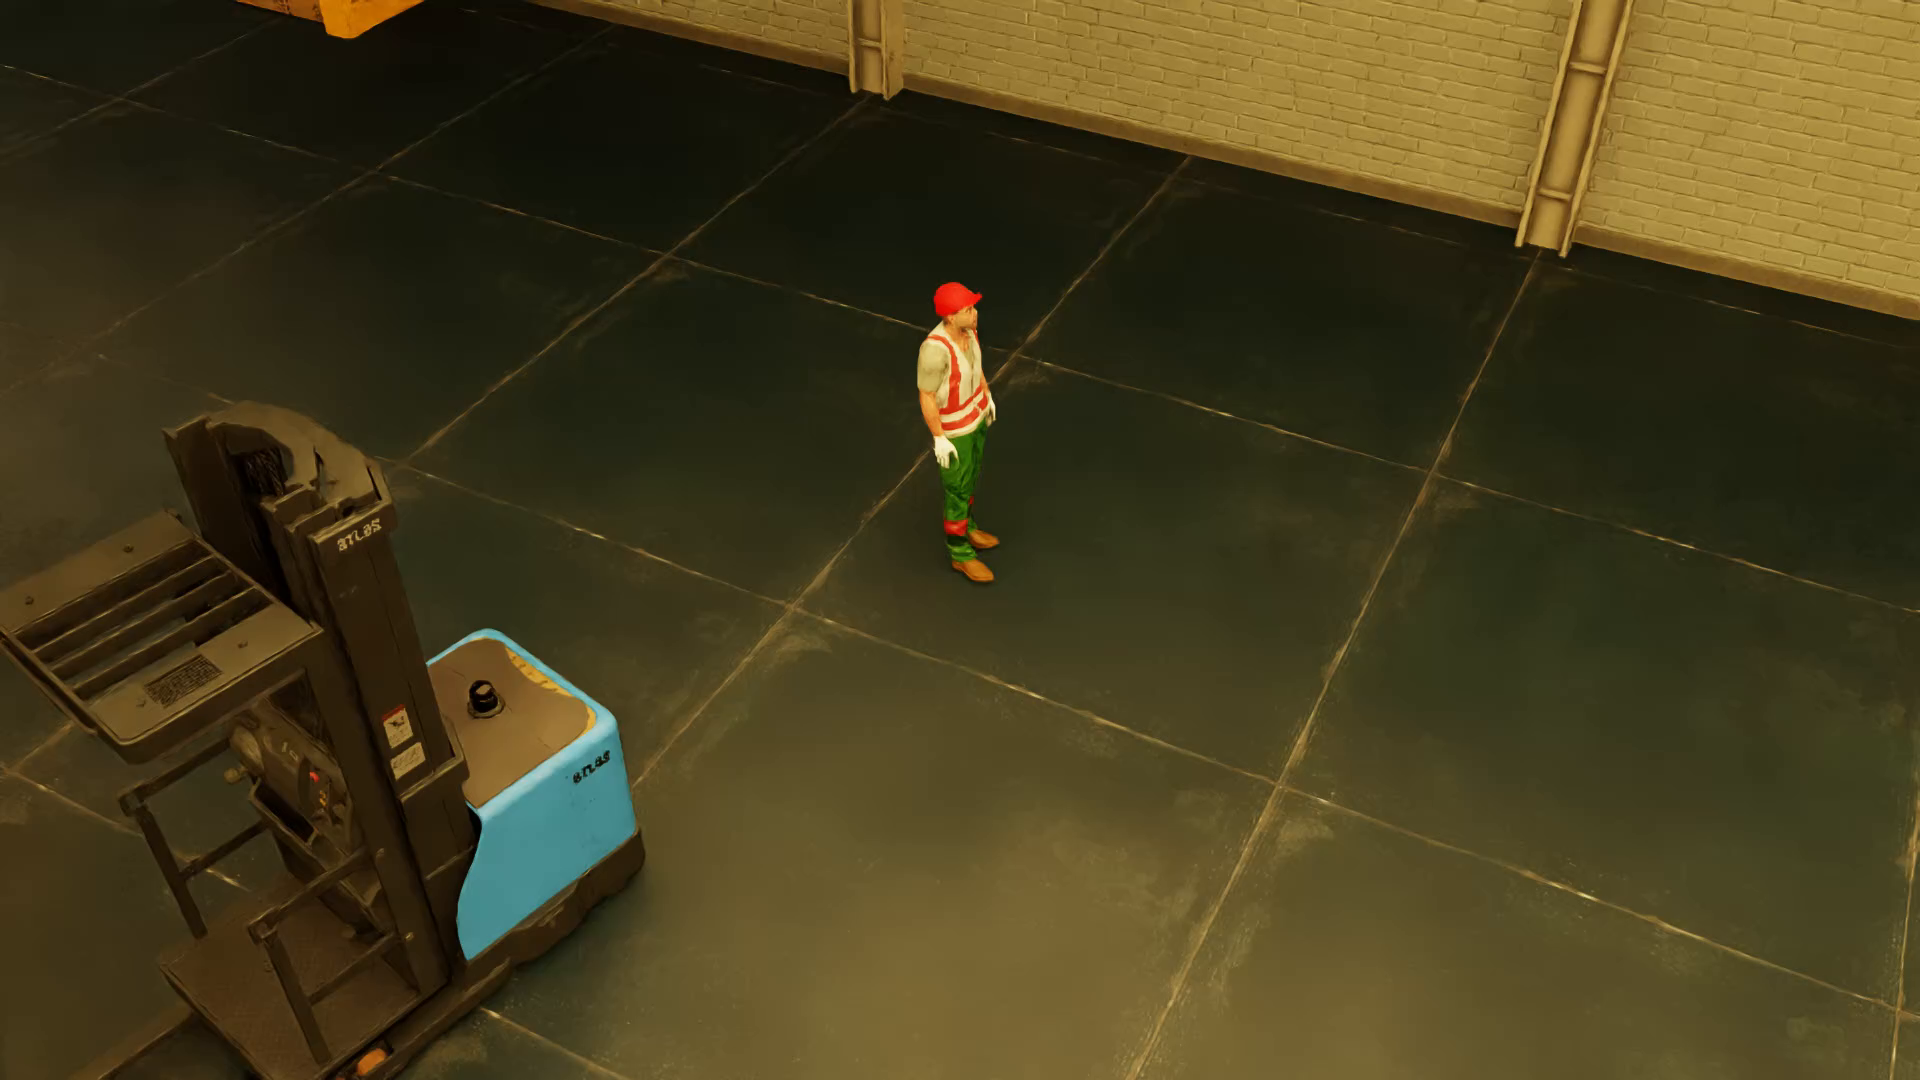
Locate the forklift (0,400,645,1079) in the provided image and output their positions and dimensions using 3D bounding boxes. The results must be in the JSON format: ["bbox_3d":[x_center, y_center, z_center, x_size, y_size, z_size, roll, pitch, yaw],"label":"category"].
[{"bbox_3d":[-2.909,1.029,6.765,1.130,2.935,3.031,29,48,30],"label":"forklift"}]

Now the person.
[{"bbox_3d":[0.068,-0.659,9.645,0.559,1.787,0.637,18,43,21],"label":"person"}]
